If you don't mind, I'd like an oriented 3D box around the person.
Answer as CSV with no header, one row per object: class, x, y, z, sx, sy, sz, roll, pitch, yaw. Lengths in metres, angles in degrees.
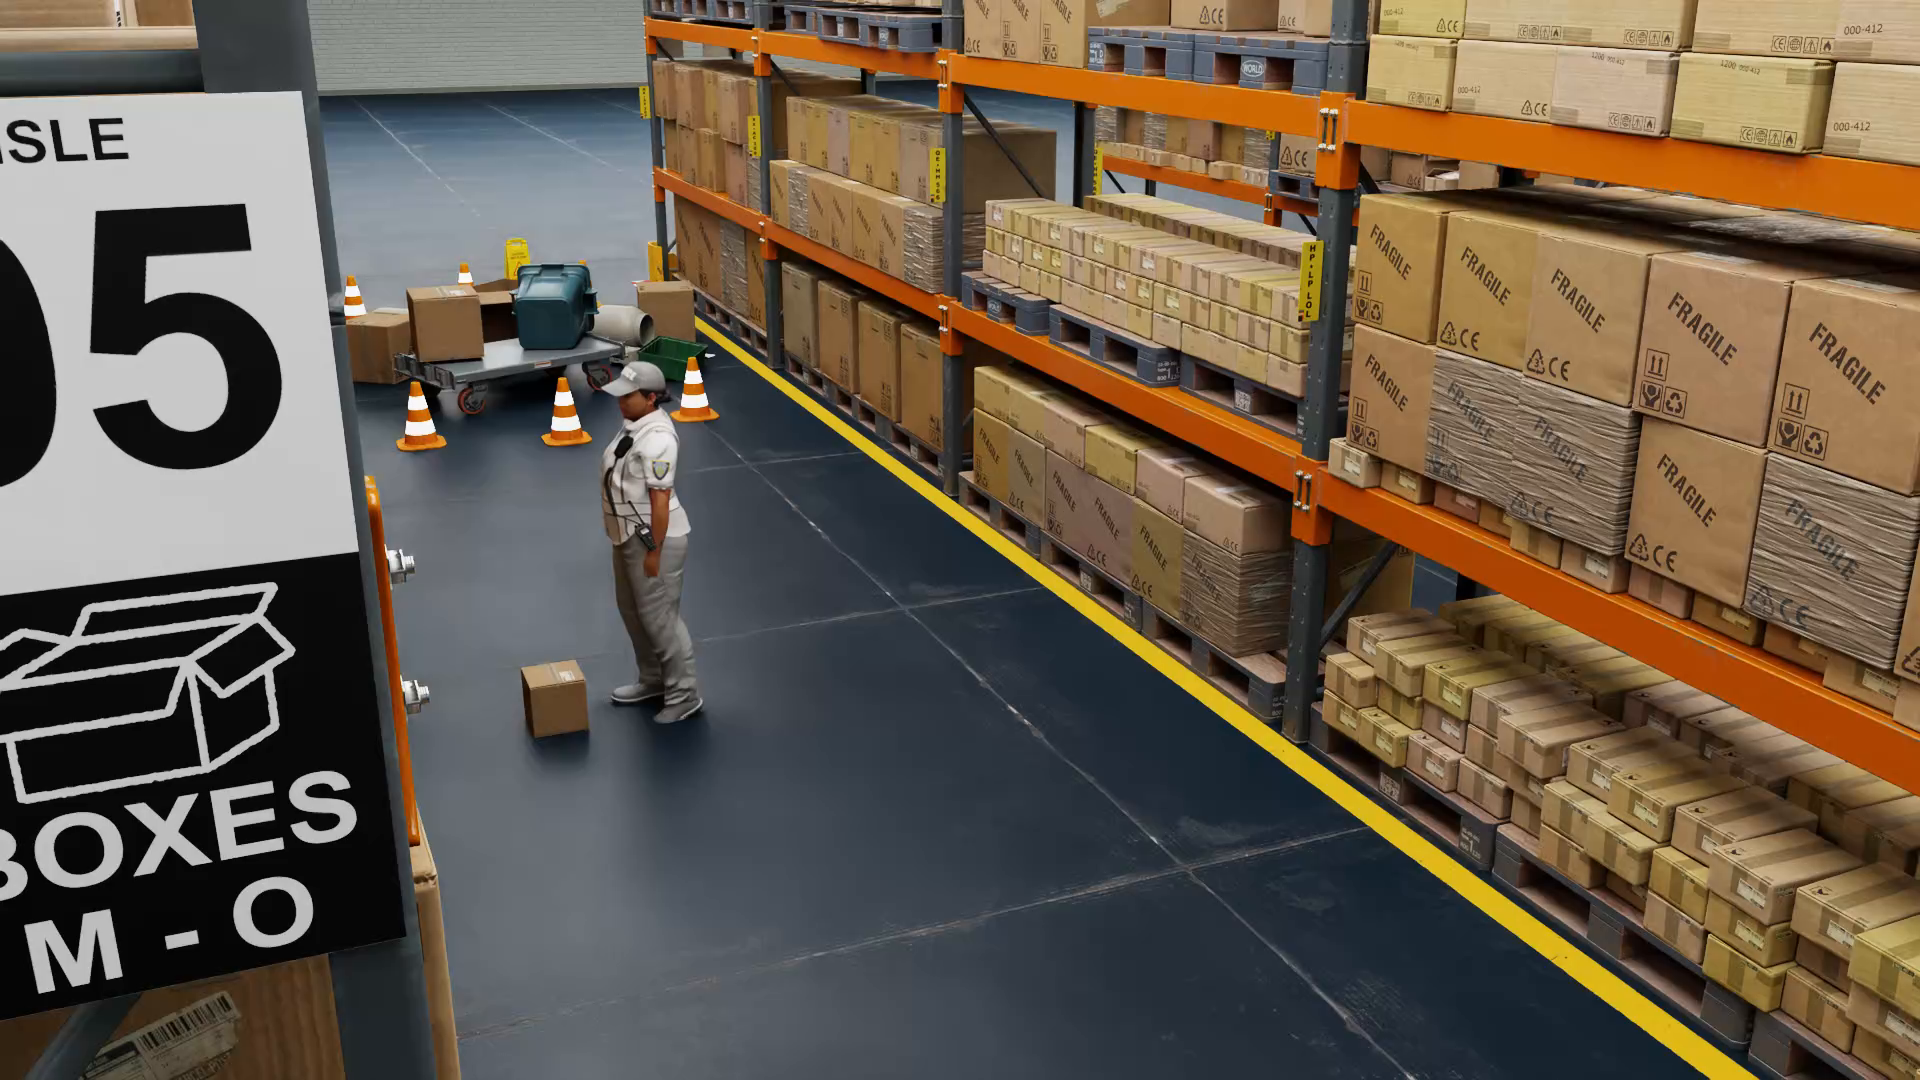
person,-1.424,0.032,7.559,0.387,1.715,0.469,-7,20,-21
